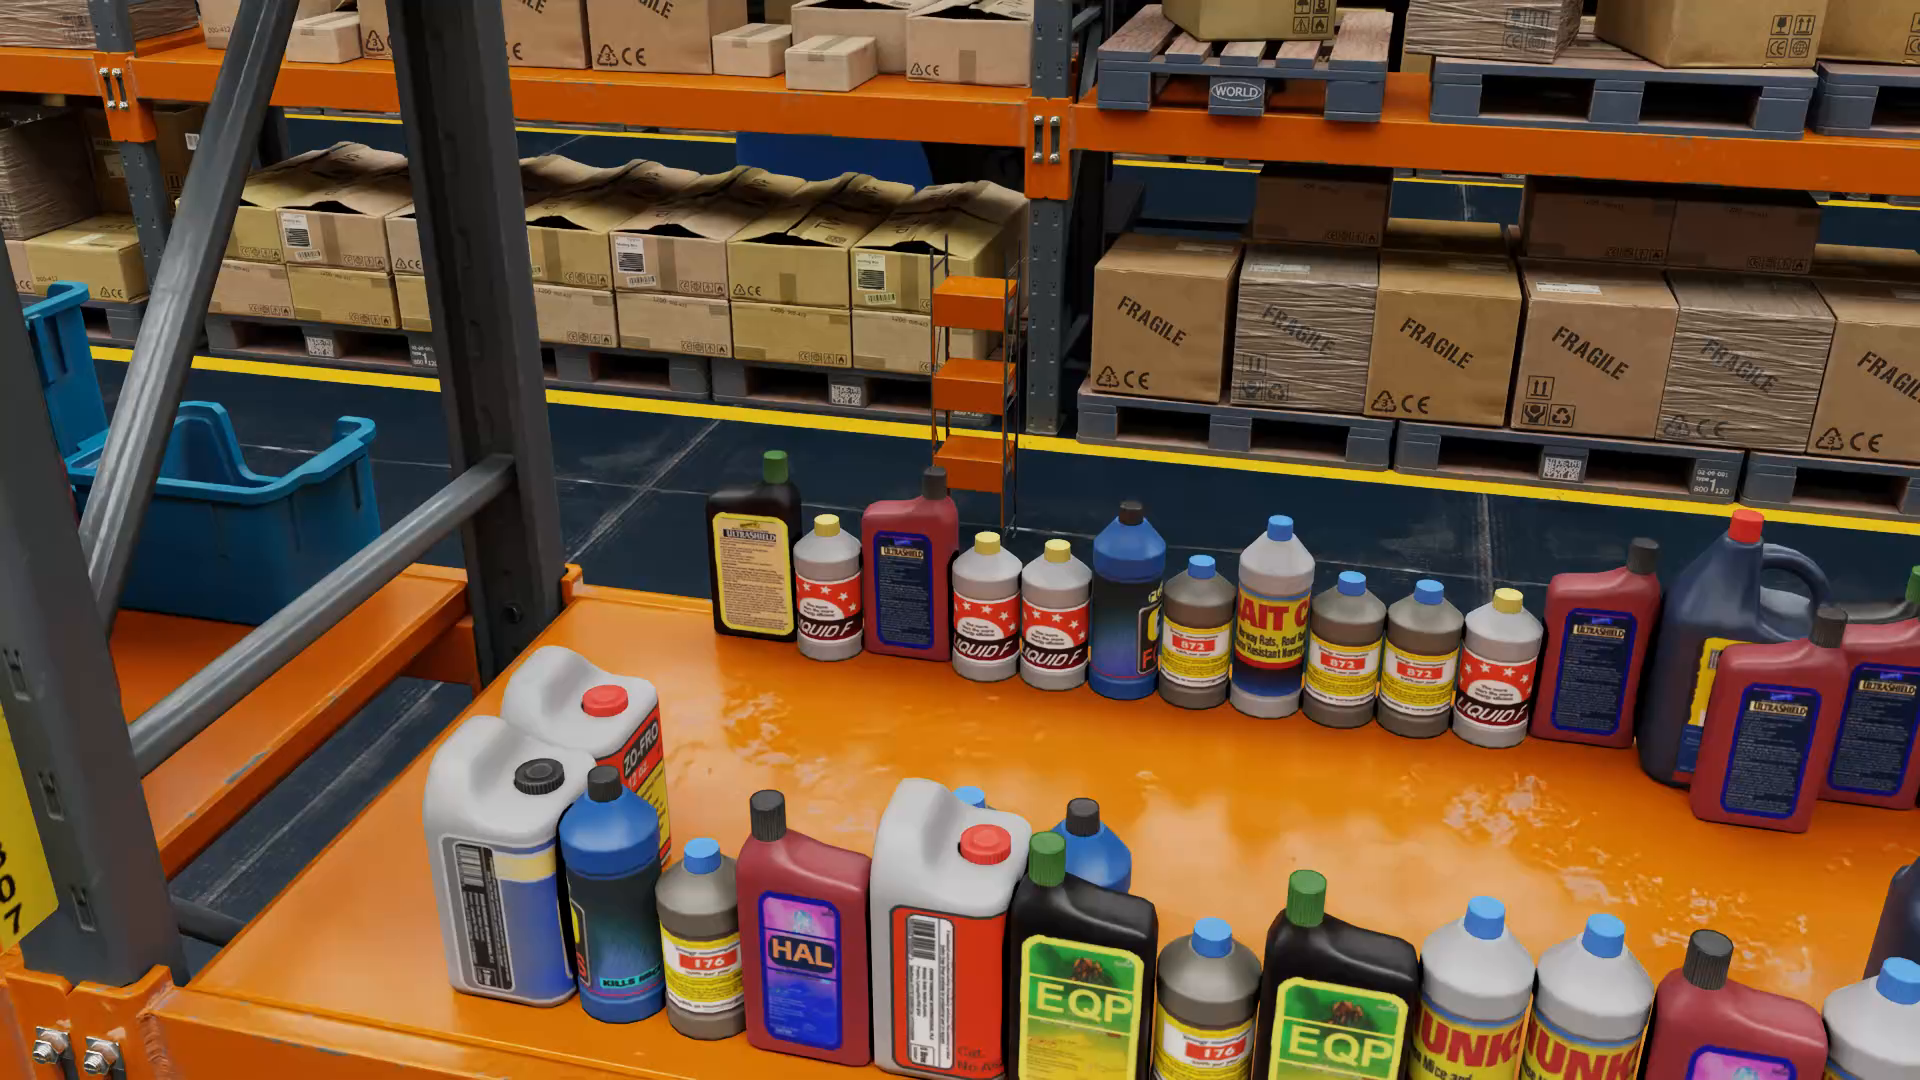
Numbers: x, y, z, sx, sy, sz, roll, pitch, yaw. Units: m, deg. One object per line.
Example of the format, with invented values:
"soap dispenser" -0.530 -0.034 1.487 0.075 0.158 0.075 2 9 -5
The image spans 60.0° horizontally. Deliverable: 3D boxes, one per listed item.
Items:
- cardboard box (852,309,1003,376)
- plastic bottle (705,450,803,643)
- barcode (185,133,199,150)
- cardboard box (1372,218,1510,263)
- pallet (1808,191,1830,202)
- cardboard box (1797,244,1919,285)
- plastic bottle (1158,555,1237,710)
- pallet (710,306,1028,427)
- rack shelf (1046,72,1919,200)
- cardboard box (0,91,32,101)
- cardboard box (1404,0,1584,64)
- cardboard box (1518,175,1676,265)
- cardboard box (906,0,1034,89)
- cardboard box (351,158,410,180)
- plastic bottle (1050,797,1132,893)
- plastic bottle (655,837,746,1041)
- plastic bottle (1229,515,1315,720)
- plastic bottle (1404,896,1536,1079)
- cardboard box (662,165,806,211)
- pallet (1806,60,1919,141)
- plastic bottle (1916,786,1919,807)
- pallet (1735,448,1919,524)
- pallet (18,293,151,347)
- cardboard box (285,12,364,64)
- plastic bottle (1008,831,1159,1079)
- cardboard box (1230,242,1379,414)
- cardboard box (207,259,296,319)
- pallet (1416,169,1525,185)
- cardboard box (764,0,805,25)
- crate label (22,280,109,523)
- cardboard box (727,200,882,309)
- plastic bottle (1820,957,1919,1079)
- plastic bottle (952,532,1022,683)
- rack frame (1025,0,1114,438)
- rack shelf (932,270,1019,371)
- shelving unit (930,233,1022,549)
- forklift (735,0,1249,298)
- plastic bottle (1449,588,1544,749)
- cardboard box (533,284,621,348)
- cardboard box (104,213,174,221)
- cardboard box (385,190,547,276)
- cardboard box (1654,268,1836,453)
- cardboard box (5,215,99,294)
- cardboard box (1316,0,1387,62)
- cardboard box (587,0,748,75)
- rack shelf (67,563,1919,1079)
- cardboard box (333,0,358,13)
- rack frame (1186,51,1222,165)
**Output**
"cardboard box" -0.124 -0.878 6.815 0.500 0.250 0.500 7 26 14
"plastic bottle" -0.293 0.005 2.386 0.133 0.283 0.061 6 26 13
"barcode" -3.284 -1.706 7.123 0.075 0.075 0.001 6 26 13
"cardboard box" 1.912 -0.987 6.730 0.500 0.500 0.500 5 26 11
"pallet" 4.784 -2.402 10.549 1.213 0.211 1.003 6 26 13
"cardboard box" 3.393 -0.823 6.384 0.500 0.500 0.500 7 26 14
"plastic bottle" 0.321 0.118 2.244 0.097 0.201 0.097 0 25 0
"pallet" -0.341 -0.820 7.228 1.213 0.211 1.003 6 26 13
"rack shelf" 2.383 -1.436 6.114 4.000 0.370 1.077 6 26 13
"cardboard box" -4.767 -1.977 8.251 0.500 0.500 0.500 6 26 13
"cardboard box" 1.922 -2.012 5.882 0.500 0.500 0.700 11 28 23
"cardboard box" 2.458 -1.269 6.450 0.500 0.250 0.500 6 26 12
"cardboard box" 0.105 -1.992 6.548 0.500 0.311 0.500 8 27 16
"cardboard box" -2.459 -1.628 7.737 0.500 0.311 0.500 7 26 14
"plastic bottle" 0.116 0.374 1.625 0.097 0.271 0.097 0 25 0
"plastic bottle" -0.253 0.391 1.669 0.097 0.201 0.097 0 25 0
"plastic bottle" 0.415 0.097 2.207 0.097 0.271 0.097 0 25 0
"plastic bottle" 0.454 0.438 1.490 0.097 0.271 0.097 0 25 0
"cardboard box" -0.992 -1.463 7.391 0.500 0.311 0.500 6 26 12
"pallet" 3.573 -1.591 5.826 1.213 0.211 1.003 6 26 13
"plastic bottle" 1.266 0.165 1.970 0.185 0.351 0.144 6 26 13
"pallet" 3.523 -0.359 6.259 1.213 0.211 1.003 6 26 13
"pallet" -4.187 -1.247 8.123 1.213 0.211 1.003 6 26 13
"cardboard box" -2.620 -2.110 6.985 0.250 0.149 0.380 6 26 13
"plastic bottle" 0.114 0.403 1.550 0.133 0.283 0.061 6 26 13
"cardboard box" 1.324 -0.824 6.387 0.500 0.500 0.500 5 26 11
"cardboard box" -3.099 -1.205 7.502 0.500 0.250 0.500 6 26 12
"pallet" 3.599 -2.532 10.822 1.213 0.211 1.003 6 26 13
"cardboard box" -1.053 -3.757 11.676 0.500 0.250 0.500 6 26 12
"crate label" -1.686 -0.148 2.531 0.616 0.435 0.502 6 26 13
"cardboard box" -0.627 -1.183 6.803 0.500 0.311 0.500 6 26 12
"plastic bottle" 0.772 0.473 1.416 0.097 0.271 0.097 0 25 0
"plastic bottle" 0.038 0.087 2.309 0.097 0.201 0.097 0 25 0
"rack frame" 0.446 -1.975 6.409 0.127 3.000 1.000 6 26 13
"rack shelf" 0.052 -0.715 5.395 0.240 0.259 0.215 6 26 13
"shelving unit" 0.052 -0.468 5.512 0.252 1.050 0.215 6 26 13
"forklift" 0.428 -2.760 8.138 3.031 2.935 1.130 5 26 11
"plastic bottle" 0.698 0.160 2.156 0.097 0.201 0.097 0 25 0
"cardboard box" -1.609 -1.041 7.157 0.500 0.250 0.500 7 26 14
"cardboard box" -3.801 -1.527 8.179 0.500 0.250 0.500 6 26 13
"cardboard box" -2.104 -1.346 7.146 0.500 0.311 0.500 5 26 11
"cardboard box" 2.809 -0.661 6.044 0.500 0.500 0.500 7 26 14
"cardboard box" -4.413 -1.368 7.844 0.500 0.250 0.500 6 26 13
"cardboard box" 2.356 -3.123 10.833 0.750 0.750 0.750 6 26 12
"cardboard box" -1.183 -2.193 6.751 0.500 0.500 0.500 5 26 10
"rack shelf" 1.146 0.626 1.783 4.000 0.370 1.077 6 26 13
"cardboard box" -2.530 -2.325 7.300 0.258 0.266 0.396 6 26 12
"rack frame" 1.676 -4.038 10.742 0.127 3.000 1.000 6 26 13
